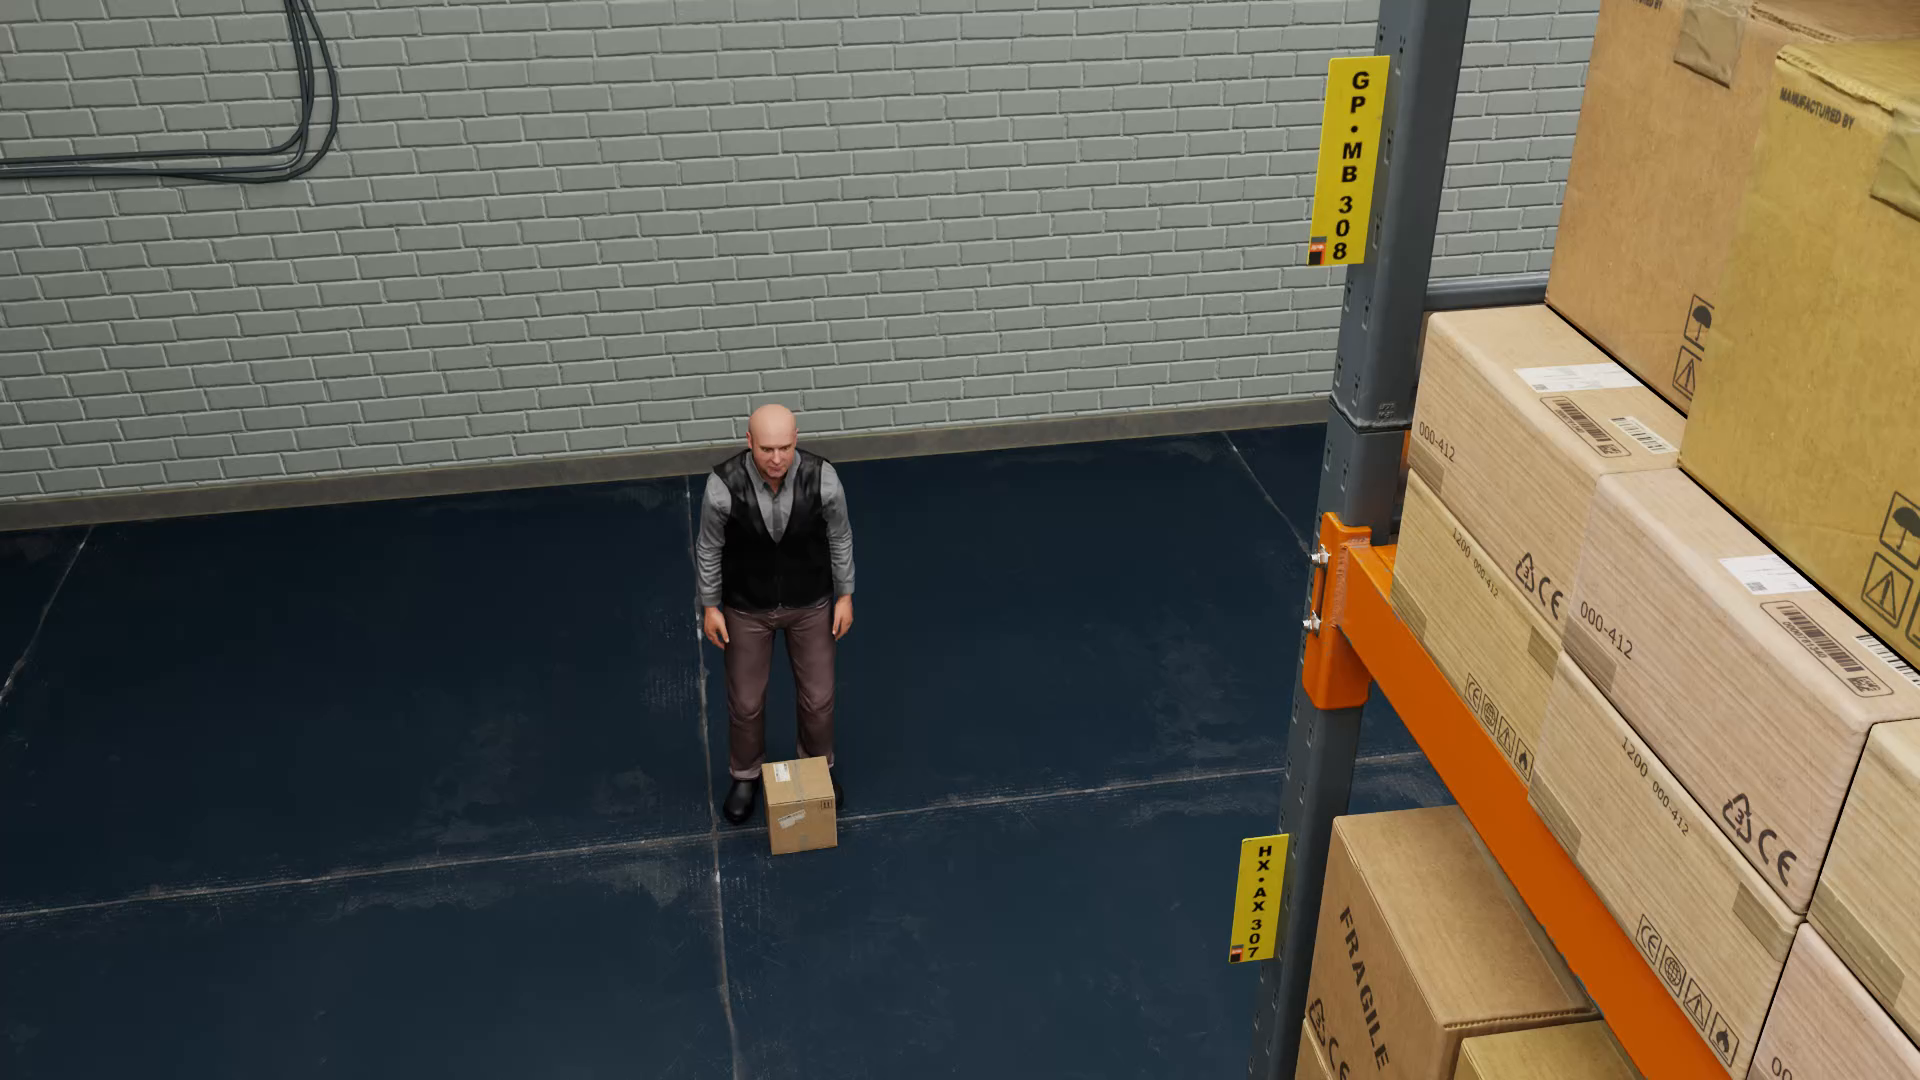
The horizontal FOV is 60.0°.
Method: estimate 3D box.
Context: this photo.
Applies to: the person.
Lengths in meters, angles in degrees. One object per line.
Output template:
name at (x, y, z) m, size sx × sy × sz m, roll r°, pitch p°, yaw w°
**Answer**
person at (-0.681, 0.244, 6.240) m, size 0.580 × 1.721 × 0.420 m, roll -5°, pitch 31°, yaw -9°
